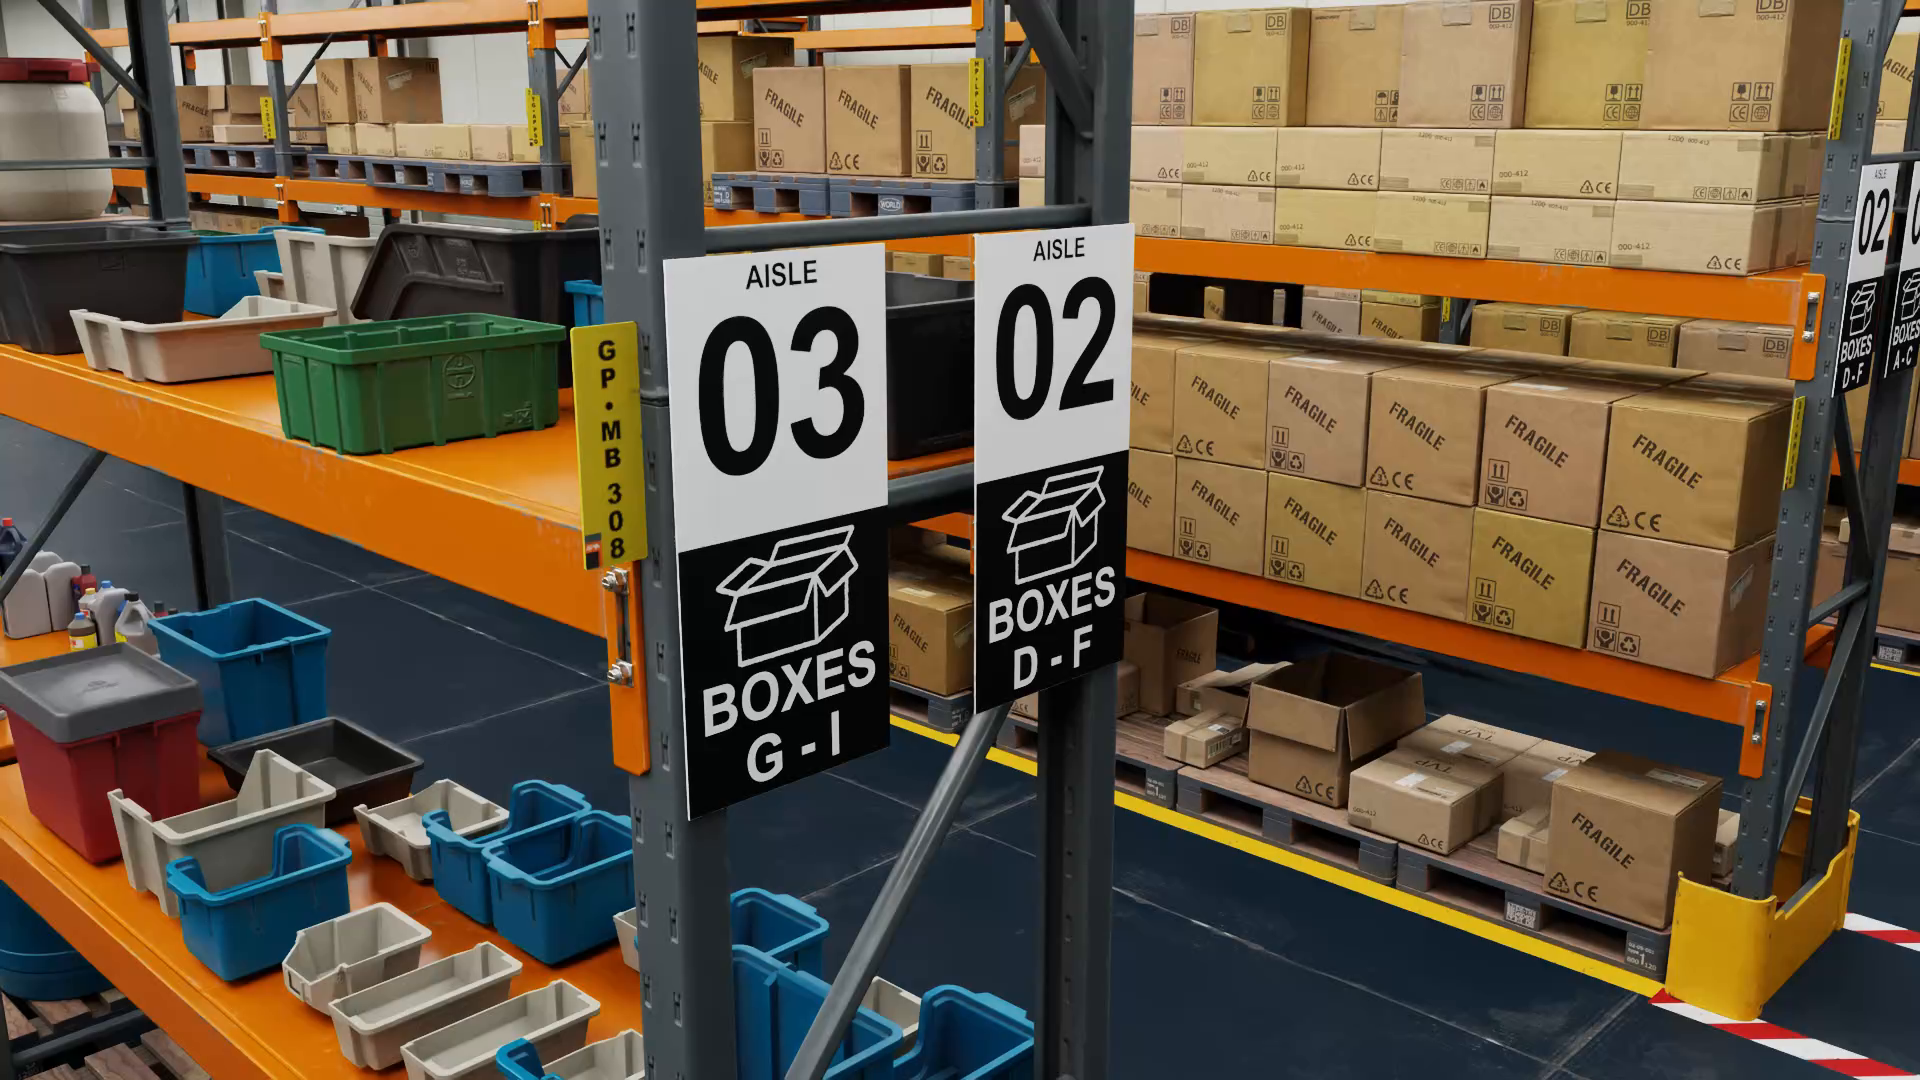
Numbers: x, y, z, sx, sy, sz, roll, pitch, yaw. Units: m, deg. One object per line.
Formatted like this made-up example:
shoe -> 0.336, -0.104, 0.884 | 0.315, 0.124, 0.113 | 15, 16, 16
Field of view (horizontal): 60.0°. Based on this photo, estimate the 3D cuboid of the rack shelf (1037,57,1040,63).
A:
rack shelf -> 2.461, -4.036, 13.295 | 4.000, 0.370, 1.077 | 14, 20, 42

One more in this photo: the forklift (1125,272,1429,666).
forklift -> 1.999, -0.818, 10.758 | 1.130, 2.935, 3.031 | -12, 19, -38

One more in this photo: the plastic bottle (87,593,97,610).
plastic bottle -> -3.443, 0.313, 6.675 | 0.097, 0.201, 0.097 | 0, 15, 0

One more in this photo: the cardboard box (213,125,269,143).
cardboard box -> -6.352, -3.587, 14.690 | 0.250, 0.149, 0.380 | 14, 20, 42

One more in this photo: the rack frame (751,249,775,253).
rack frame -> -1.859, -2.725, 17.941 | 0.127, 3.000, 1.000 | 14, 20, 42

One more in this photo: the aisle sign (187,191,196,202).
aisle sign -> -8.017, -3.848, 17.095 | 0.004, 0.787, 0.394 | 14, 20, 42

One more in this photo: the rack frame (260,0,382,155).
rack frame -> -5.294, -4.728, 13.731 | 0.127, 3.000, 1.000 | 14, 20, 42

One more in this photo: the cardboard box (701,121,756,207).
cardboard box -> -1.336, -2.374, 10.449 | 0.500, 0.500, 0.910 | 14, 20, 42

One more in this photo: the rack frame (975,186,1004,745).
rack frame -> 0.465, -0.425, 9.114 | 0.127, 3.000, 1.000 | 14, 20, 42

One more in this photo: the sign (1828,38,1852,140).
sign -> 2.944, -1.508, 5.564 | 0.005, 0.325, 0.100 | 14, 20, 42

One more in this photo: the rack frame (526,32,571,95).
rack frame -> -4.738, -6.328, 19.871 | 0.127, 3.000, 1.000 | 14, 20, 42

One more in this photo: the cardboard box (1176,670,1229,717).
cardboard box -> 1.383, 0.845, 9.023 | 0.250, 0.149, 0.380 | 14, 20, 42

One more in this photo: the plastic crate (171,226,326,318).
plastic crate -> -2.099, -0.796, 4.920 | 0.300, 0.233, 0.416 | 14, 20, 42

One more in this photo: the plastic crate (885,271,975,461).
plastic crate -> -0.180, -0.333, 3.070 | 0.590, 0.269, 0.497 | 14, 20, 42

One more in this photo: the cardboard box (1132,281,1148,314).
cardboard box -> 1.563, -2.002, 14.339 | 0.500, 0.500, 0.500 | -14, 20, -42

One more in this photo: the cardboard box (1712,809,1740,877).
cardboard box -> 3.281, 1.306, 7.252 | 0.250, 0.149, 0.380 | 14, 20, 42

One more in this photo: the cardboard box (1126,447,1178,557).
cardboard box -> 1.013, -0.246, 8.228 | 0.500, 0.500, 0.500 | 14, 20, 43

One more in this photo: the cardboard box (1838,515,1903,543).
cardboard box -> 5.803, -0.071, 10.592 | 0.380, 0.149, 0.250 | -14, 20, -43

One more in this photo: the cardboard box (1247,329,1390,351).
cardboard box -> 1.742, -0.738, 8.135 | 0.500, 0.500, 0.500 | 14, 20, 43

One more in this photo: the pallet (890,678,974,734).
pallet -> -0.147, 0.789, 9.986 | 1.213, 0.211, 1.003 | 14, 20, 42

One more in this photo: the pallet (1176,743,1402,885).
pallet -> 1.841, 1.258, 8.184 | 1.213, 0.211, 1.003 | 14, 20, 42

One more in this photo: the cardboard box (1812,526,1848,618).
cardboard box -> 5.846, 0.190, 10.879 | 0.500, 0.500, 0.700 | 14, 20, 42

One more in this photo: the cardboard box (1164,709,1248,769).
cardboard box -> 1.246, 0.995, 8.409 | 0.250, 0.166, 0.380 | 14, 20, 42

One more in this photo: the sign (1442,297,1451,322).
sign -> 3.531, -1.747, 12.047 | 0.005, 0.325, 0.100 | 14, 20, 42

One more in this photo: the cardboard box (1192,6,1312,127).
cardboard box -> 1.467, -2.131, 7.531 | 0.500, 0.500, 0.700 | 14, 20, 42

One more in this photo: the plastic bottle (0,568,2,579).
plastic bottle -> -4.183, 0.150, 7.163 | 0.097, 0.271, 0.097 | 0, 15, 0

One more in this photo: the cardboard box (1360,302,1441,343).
cardboard box -> 3.393, -1.562, 12.649 | 0.500, 0.500, 0.500 | 13, 20, 41

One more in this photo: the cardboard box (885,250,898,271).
cardboard box -> -0.623, -2.682, 16.706 | 0.700, 0.500, 0.500 | -11, 18, -37

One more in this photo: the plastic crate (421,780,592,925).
plastic crate -> -1.210, 0.840, 4.474 | 0.300, 0.233, 0.416 | 14, 20, 42

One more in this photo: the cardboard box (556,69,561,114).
cardboard box -> -4.629, -5.307, 19.680 | 0.500, 0.500, 0.500 | 12, 19, 38

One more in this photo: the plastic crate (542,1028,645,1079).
plastic crate -> -0.809, 1.162, 3.427 | 0.243, 0.136, 0.396 | 14, 20, 42

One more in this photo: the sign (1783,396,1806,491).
sign -> 2.944, -0.341, 5.868 | 0.005, 0.325, 0.100 | 14, 20, 42

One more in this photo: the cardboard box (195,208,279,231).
cardboard box -> -6.702, -2.841, 15.616 | 0.500, 0.500, 0.700 | 14, 20, 42

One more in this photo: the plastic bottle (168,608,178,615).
plastic bottle -> -2.944, 0.388, 6.224 | 0.133, 0.283, 0.061 | 14, 20, 42

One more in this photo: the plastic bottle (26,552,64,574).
plastic bottle -> -3.878, 0.181, 7.036 | 0.135, 0.276, 0.152 | 14, 20, 42

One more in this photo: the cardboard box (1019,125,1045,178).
cardboard box -> 0.642, -1.916, 8.192 | 0.500, 0.250, 0.500 | 14, 20, 42

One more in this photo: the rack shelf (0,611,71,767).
rack shelf -> -4.416, 0.472, 7.100 | 4.000, 0.370, 1.077 | 14, 20, 42

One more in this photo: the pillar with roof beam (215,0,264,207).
pillar with roof beam -> -15.261, -7.681, 25.065 | 0.400, 9.000, 9.100 | 14, 20, 42

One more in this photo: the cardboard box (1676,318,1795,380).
cardboard box -> 5.332, -1.118, 11.178 | 0.700, 0.700, 0.980 | 12, 19, 40

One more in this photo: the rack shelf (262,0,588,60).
rack shelf -> -3.855, -3.836, 12.529 | 4.000, 0.370, 1.077 | 14, 20, 42

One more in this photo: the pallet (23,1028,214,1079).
pallet -> -2.420, 1.944, 5.551 | 1.213, 0.211, 1.003 | 14, 20, 42

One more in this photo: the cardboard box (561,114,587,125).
cardboard box -> -4.309, -4.730, 19.450 | 0.500, 0.500, 0.500 | -13, 19, -41

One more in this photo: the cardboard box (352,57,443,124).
cardboard box -> -4.452, -3.560, 13.172 | 0.500, 0.500, 0.500 | -12, 19, -39

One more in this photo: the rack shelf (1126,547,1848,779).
rack shelf -> 1.904, 0.273, 7.861 | 4.000, 0.370, 1.077 | 14, 20, 42

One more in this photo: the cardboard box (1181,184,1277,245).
cardboard box -> 1.359, -1.498, 7.580 | 0.500, 0.250, 0.500 | 14, 20, 42

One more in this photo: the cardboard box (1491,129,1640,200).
cardboard box -> 2.437, -1.477, 6.508 | 0.500, 0.250, 0.500 | 14, 20, 42

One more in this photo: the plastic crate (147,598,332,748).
plastic crate -> -2.403, 0.472, 5.584 | 0.575, 0.384, 0.392 | 14, 20, 42

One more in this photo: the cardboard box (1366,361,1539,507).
cardboard box -> 2.092, -0.463, 7.080 | 0.500, 0.500, 0.500 | -14, 20, -43

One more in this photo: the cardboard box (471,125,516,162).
cardboard box -> -3.170, -2.865, 11.994 | 0.500, 0.250, 0.500 | -14, 20, -43

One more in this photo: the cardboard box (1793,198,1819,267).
cardboard box -> 3.151, -1.240, 6.590 | 0.500, 0.250, 0.500 | 14, 20, 42

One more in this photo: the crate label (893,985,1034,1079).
crate label -> -0.046, 1.123, 3.388 | 0.303, 0.233, 0.416 | 14, 20, 42

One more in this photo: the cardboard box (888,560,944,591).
cardboard box -> -0.440, 0.449, 9.843 | 0.500, 0.500, 0.500 | 14, 20, 42

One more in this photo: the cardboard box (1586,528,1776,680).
cardboard box -> 2.833, 0.198, 6.526 | 0.500, 0.500, 0.500 | -14, 20, -42
